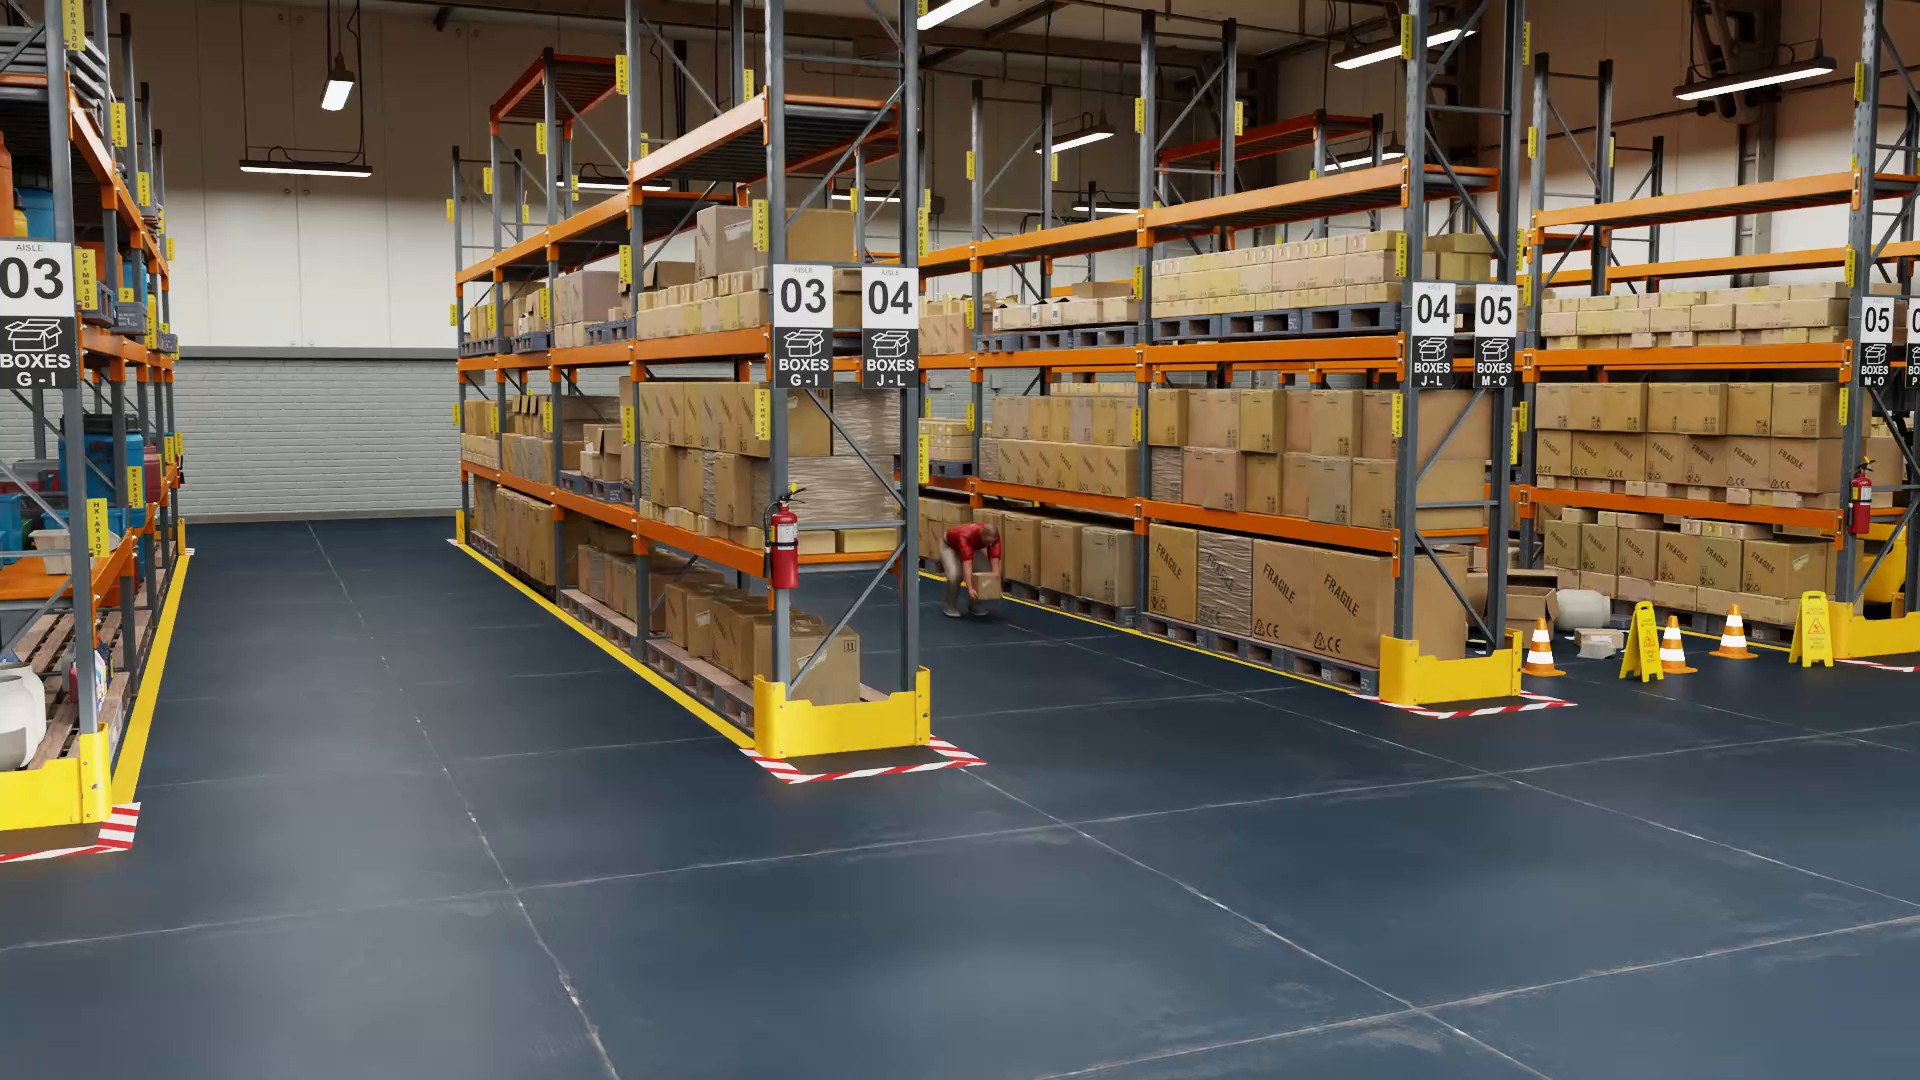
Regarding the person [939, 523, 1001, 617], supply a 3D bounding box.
[{"bbox_3d":[0.130,0.305,17.410,0.536,1.019,0.923,-3,6,-26],"label":"person"}]
